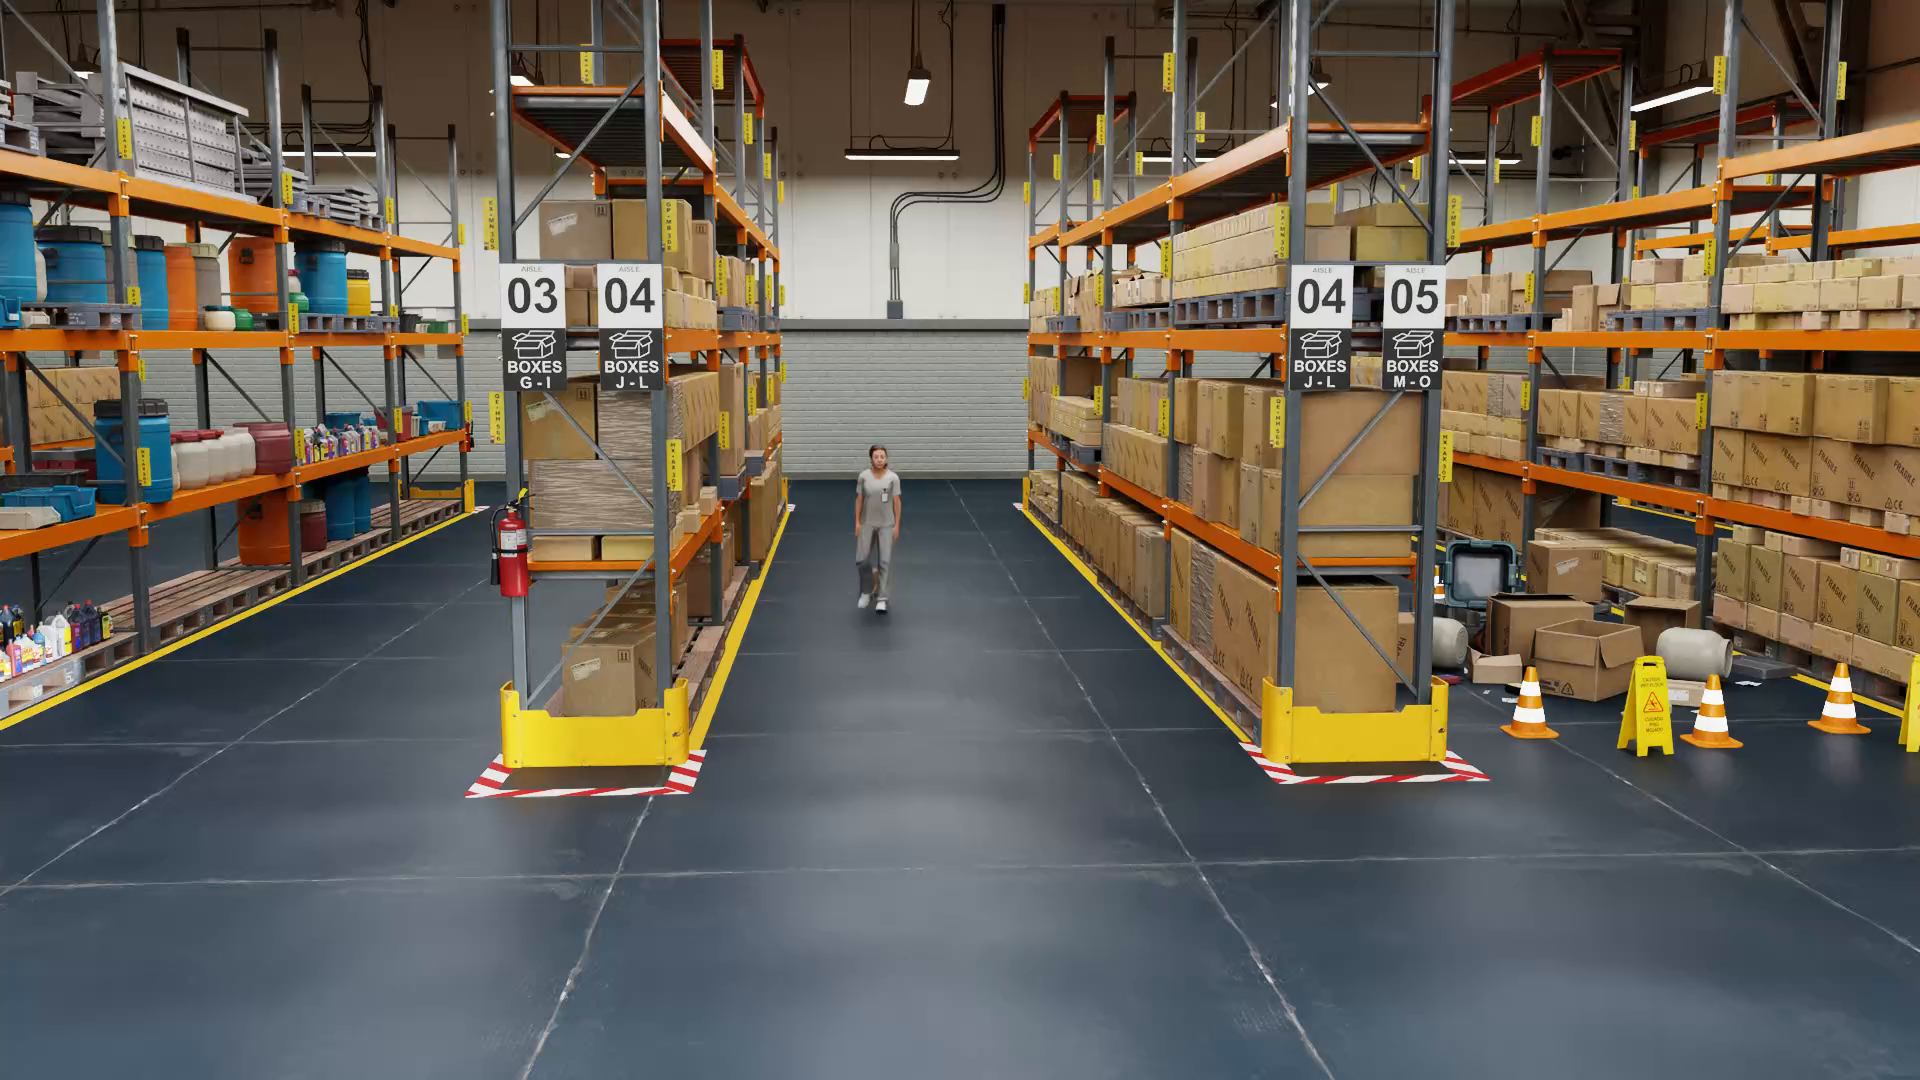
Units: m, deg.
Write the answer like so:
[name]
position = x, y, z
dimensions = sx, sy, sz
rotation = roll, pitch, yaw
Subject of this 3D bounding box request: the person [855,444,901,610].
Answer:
[person]
position = -0.819, -0.130, 16.612
dimensions = 0.470, 1.669, 0.437
rotation = 0, 7, -2
